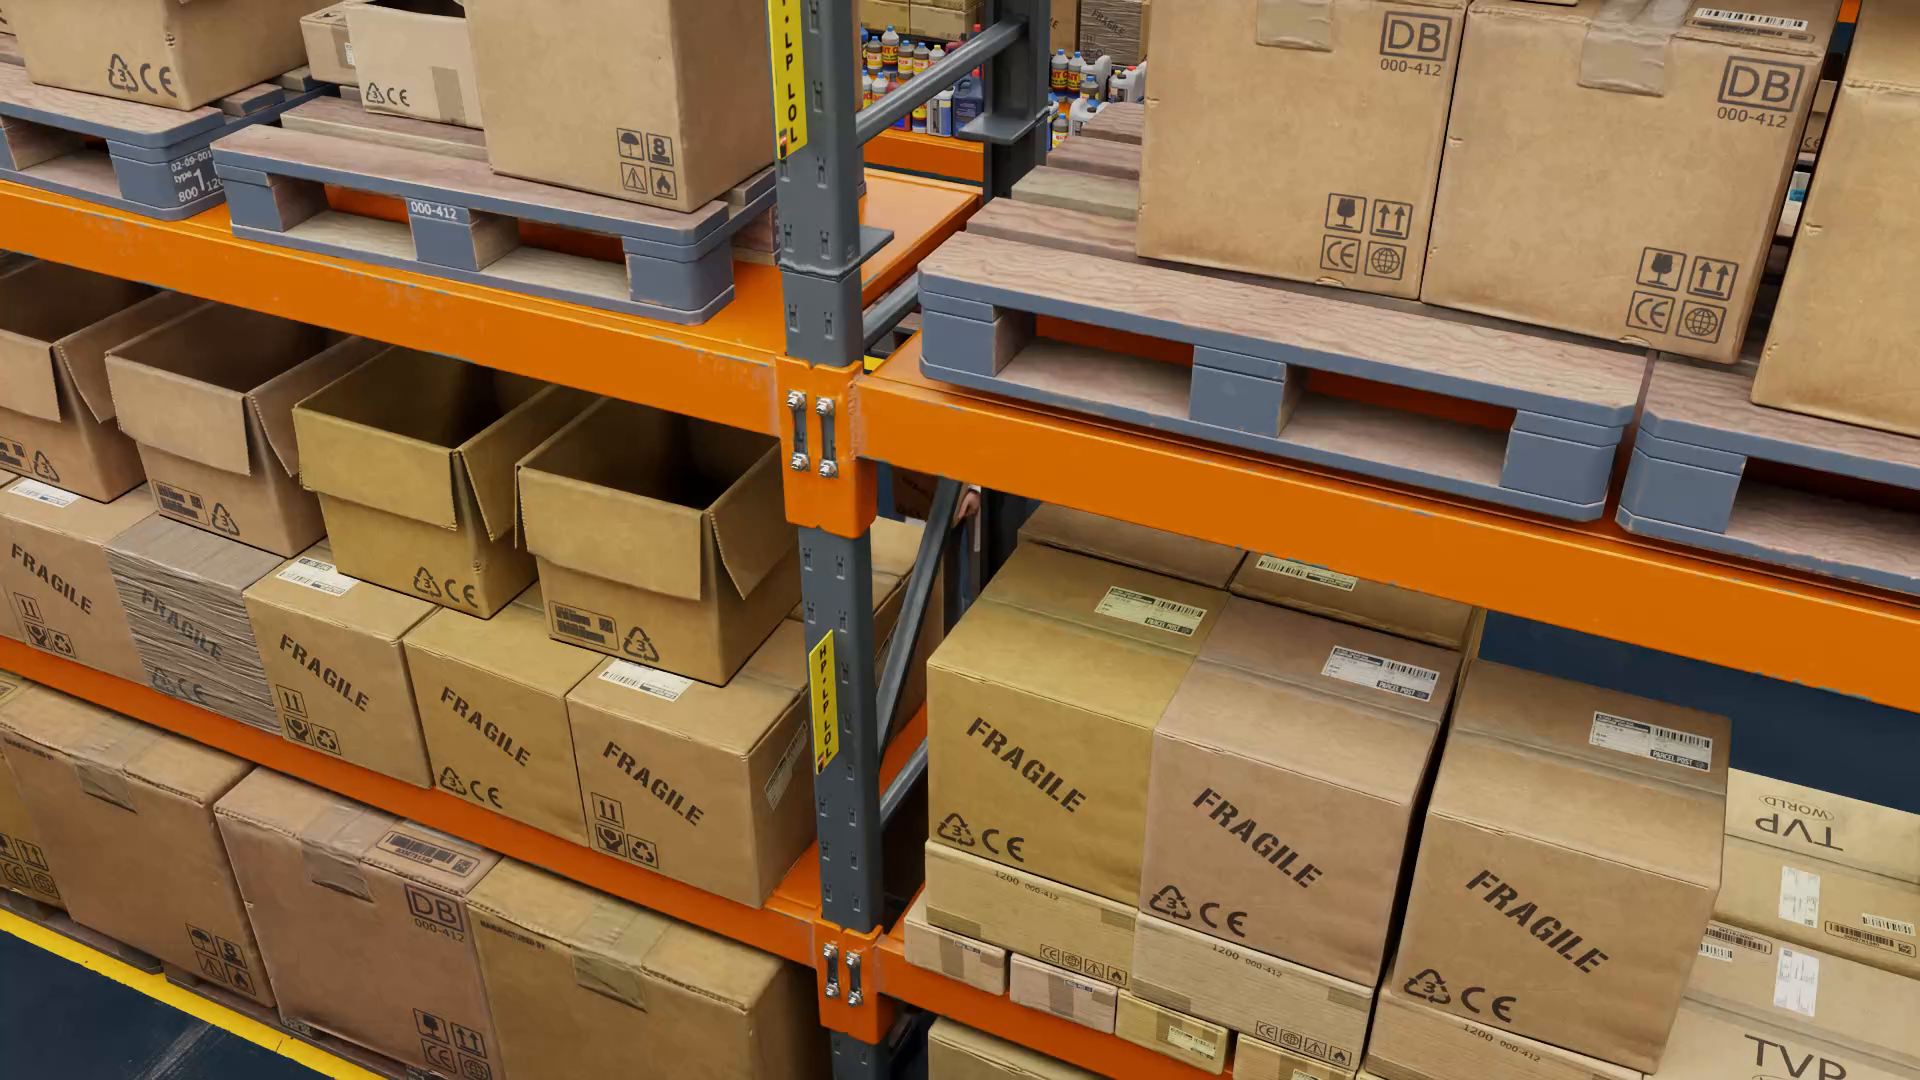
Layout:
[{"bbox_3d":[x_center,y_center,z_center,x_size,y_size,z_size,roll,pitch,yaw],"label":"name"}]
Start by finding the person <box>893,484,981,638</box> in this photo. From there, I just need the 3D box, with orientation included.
[{"bbox_3d":[-0.007,-0.186,6.441,0.526,1.778,0.543,14,36,21],"label":"person"}]
